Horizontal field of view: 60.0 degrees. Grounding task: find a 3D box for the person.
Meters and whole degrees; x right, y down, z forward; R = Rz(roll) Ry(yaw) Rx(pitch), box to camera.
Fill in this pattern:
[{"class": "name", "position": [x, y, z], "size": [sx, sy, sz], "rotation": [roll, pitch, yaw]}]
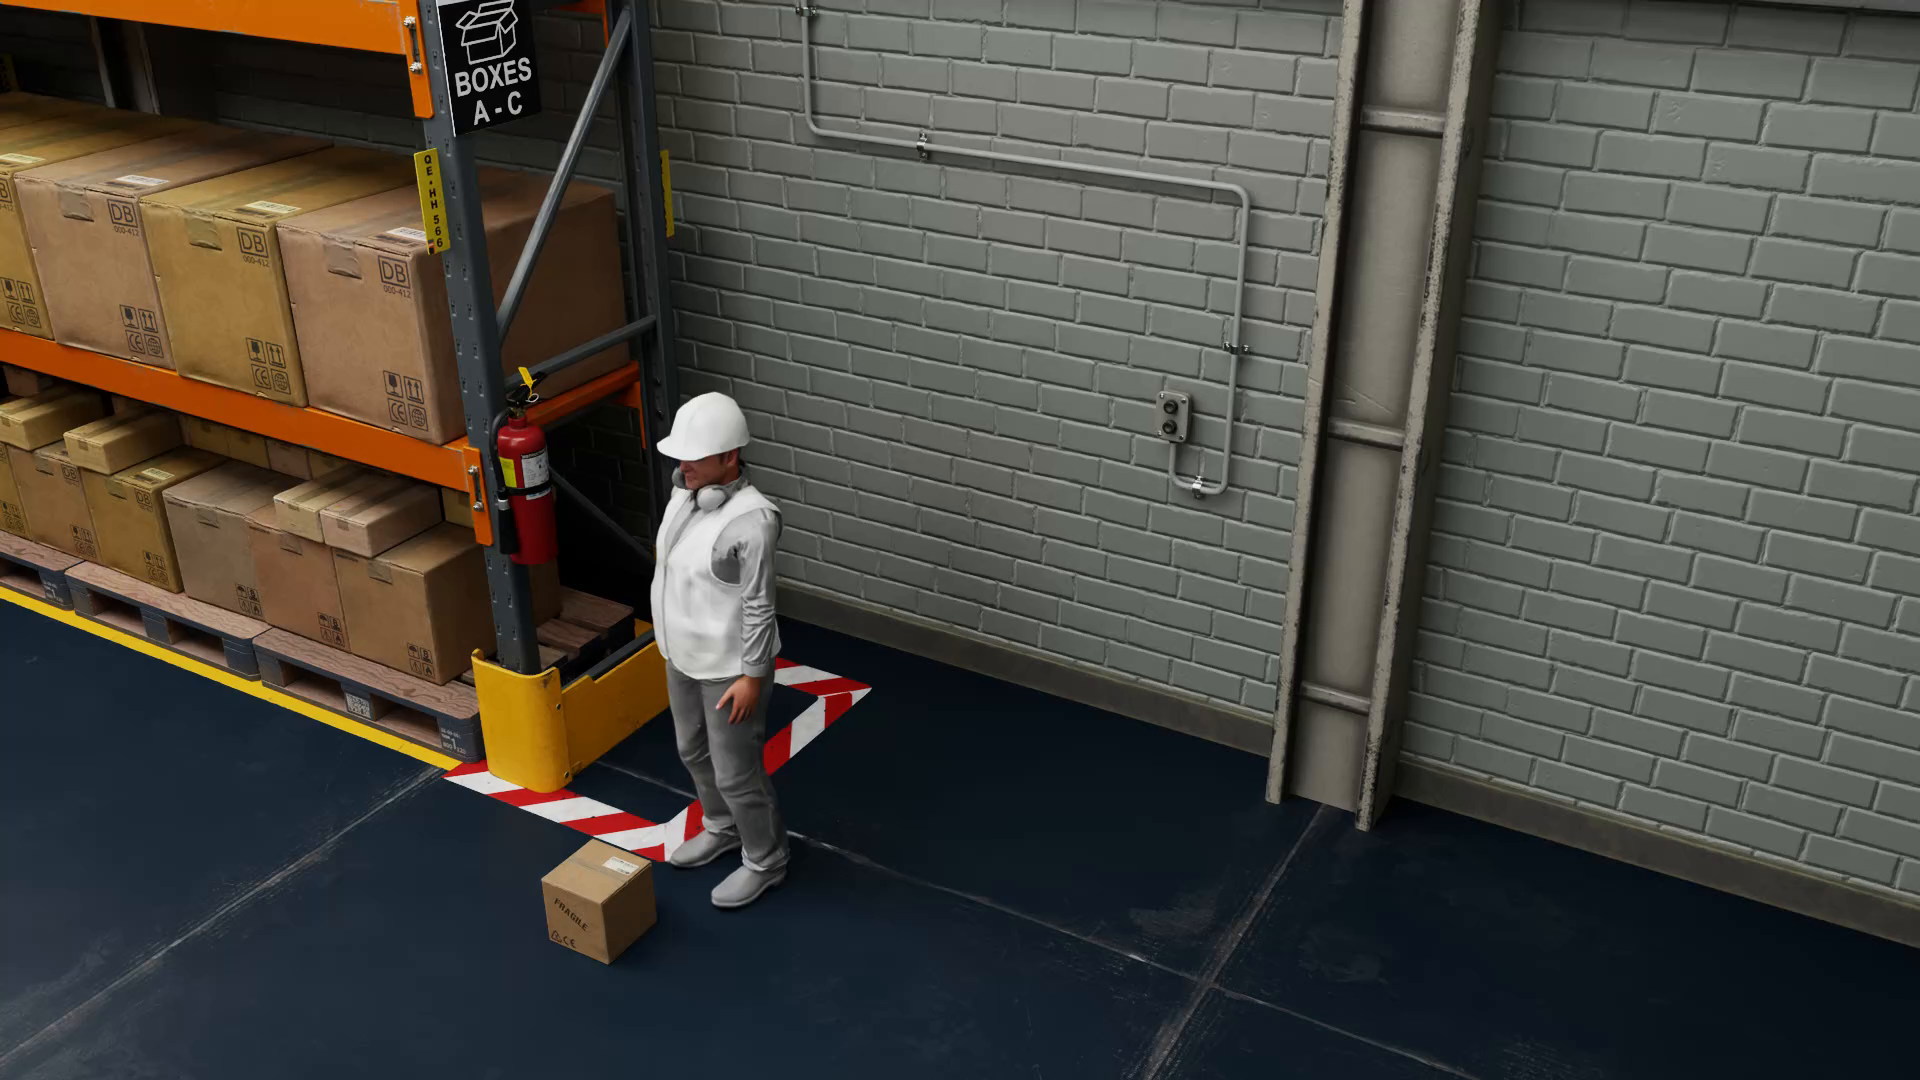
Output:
[{"class": "person", "position": [-0.774, 0.363, 5.362], "size": [0.360, 1.764, 0.533], "rotation": [-19, 32, -34]}]
